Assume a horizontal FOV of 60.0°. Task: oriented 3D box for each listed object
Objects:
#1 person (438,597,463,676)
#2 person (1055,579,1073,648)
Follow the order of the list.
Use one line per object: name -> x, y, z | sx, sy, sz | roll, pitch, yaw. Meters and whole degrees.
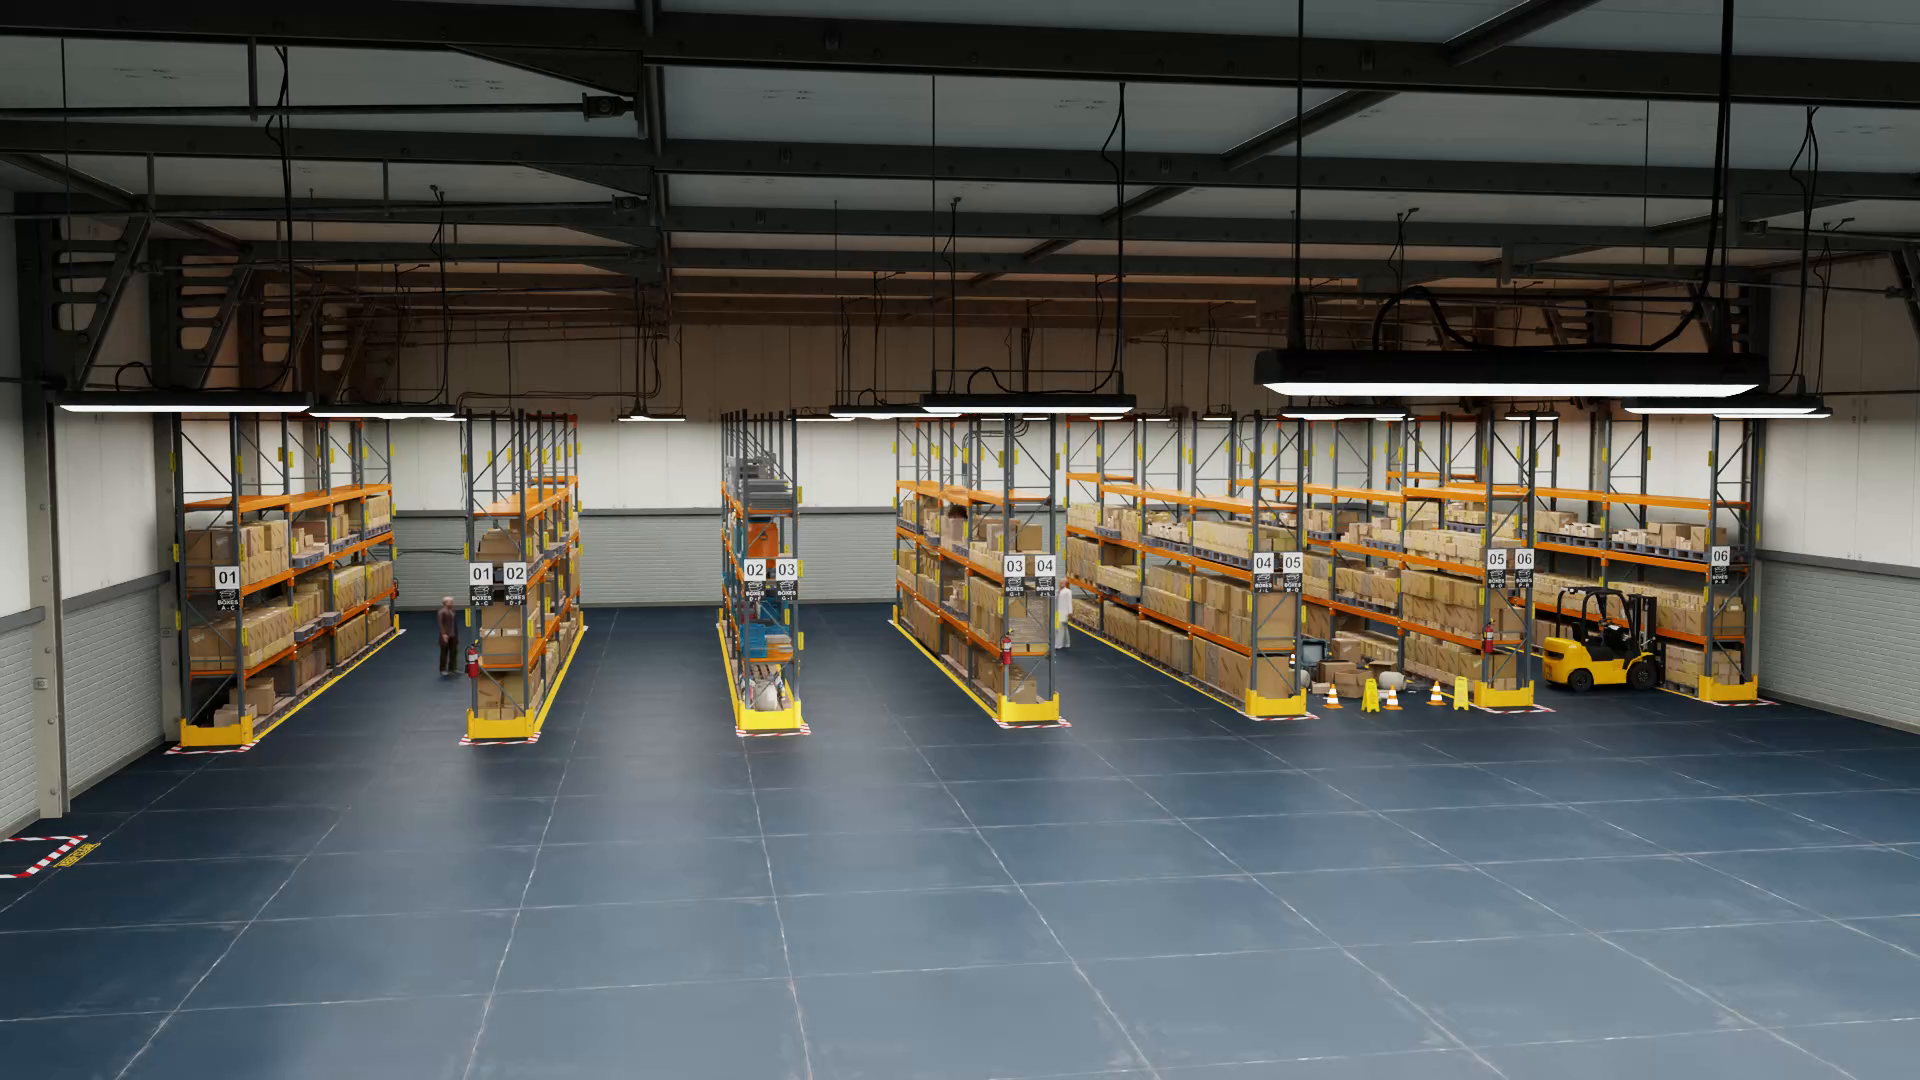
person -> -11.639, 2.191, 37.888 | 0.502, 1.794, 0.630 | 3, 5, 34
person -> 2.508, 1.871, 42.486 | 0.689, 1.765, 0.593 | -2, 4, -24
